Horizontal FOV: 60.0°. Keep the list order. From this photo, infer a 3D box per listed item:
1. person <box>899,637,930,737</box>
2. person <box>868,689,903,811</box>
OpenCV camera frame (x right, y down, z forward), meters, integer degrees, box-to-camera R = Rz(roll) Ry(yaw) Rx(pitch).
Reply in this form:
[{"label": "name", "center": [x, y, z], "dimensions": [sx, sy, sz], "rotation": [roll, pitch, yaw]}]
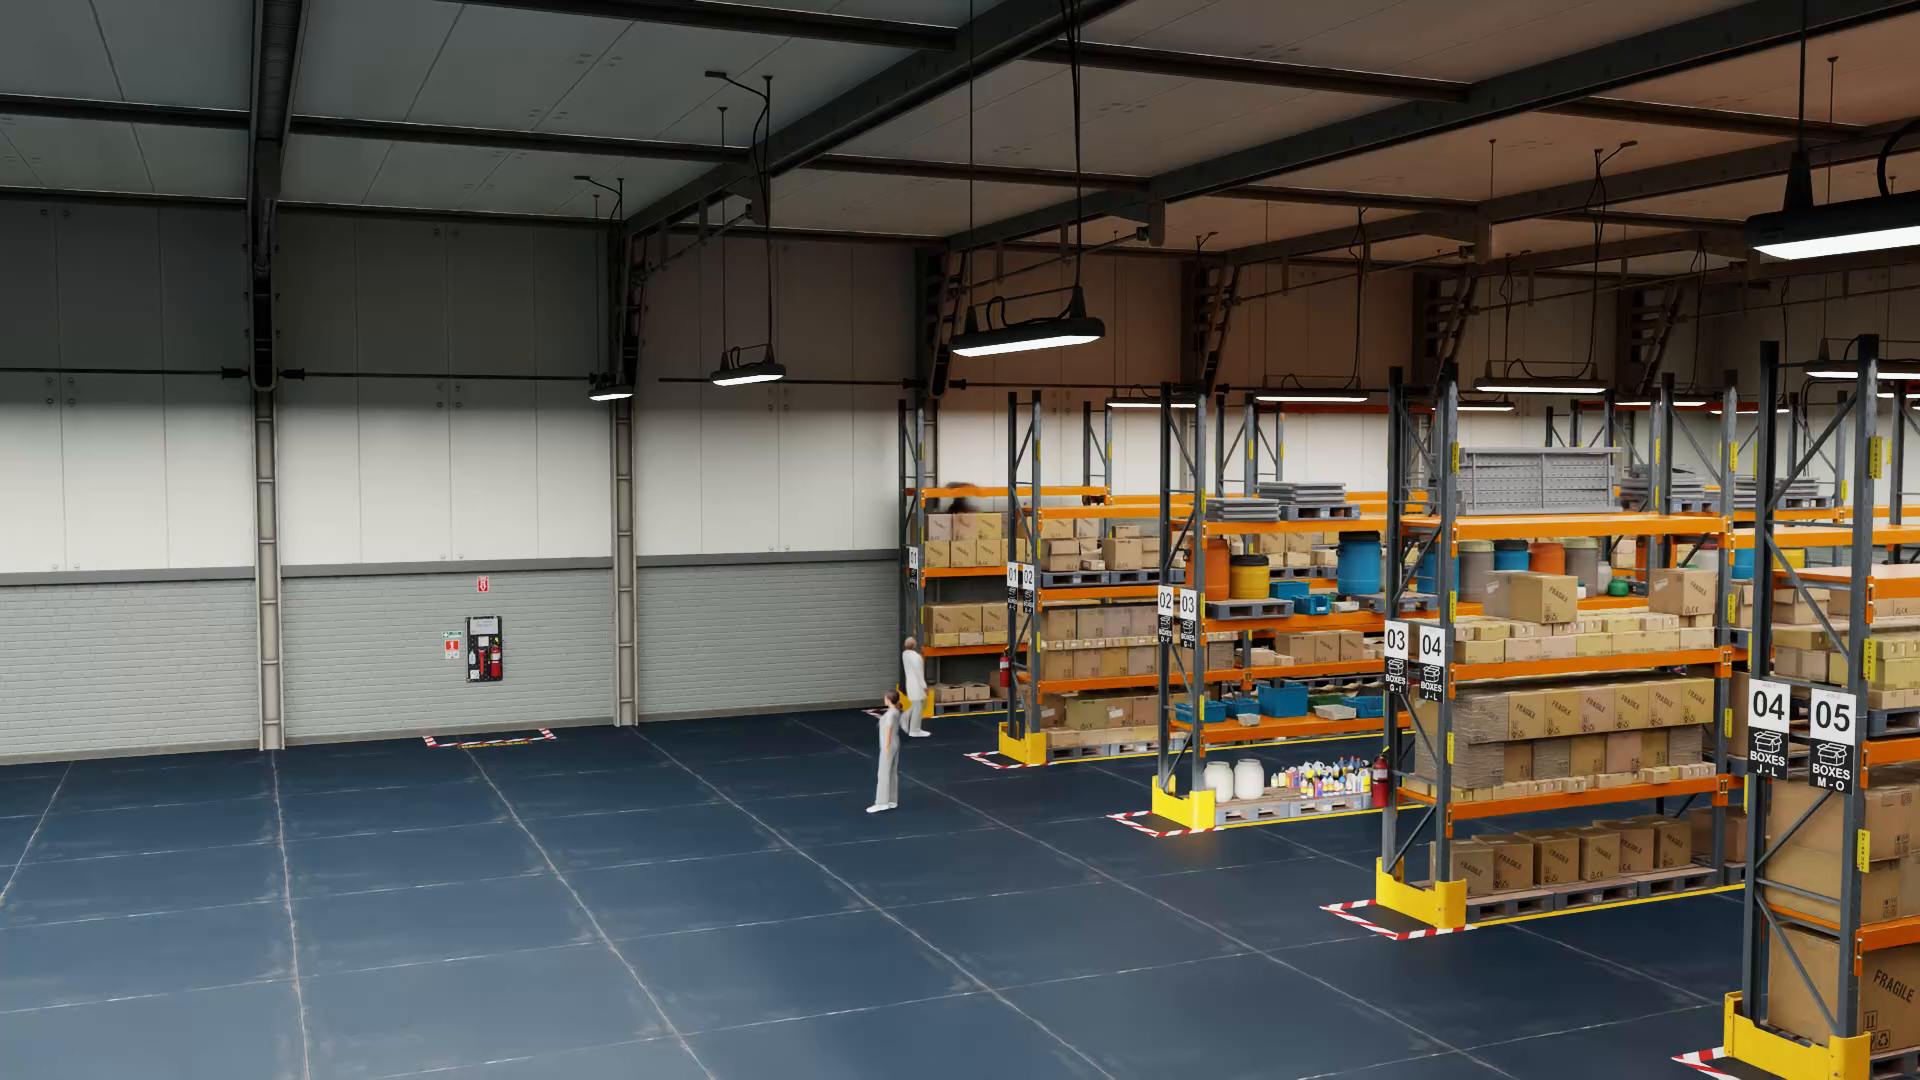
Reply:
[{"label": "person", "center": [-0.817, 2.598, 29.089], "dimensions": [0.603, 1.688, 0.587], "rotation": [0, 3, 1]}, {"label": "person", "center": [-1.036, 2.954, 23.437], "dimensions": [0.450, 1.684, 0.550], "rotation": [1, 3, 10]}]
